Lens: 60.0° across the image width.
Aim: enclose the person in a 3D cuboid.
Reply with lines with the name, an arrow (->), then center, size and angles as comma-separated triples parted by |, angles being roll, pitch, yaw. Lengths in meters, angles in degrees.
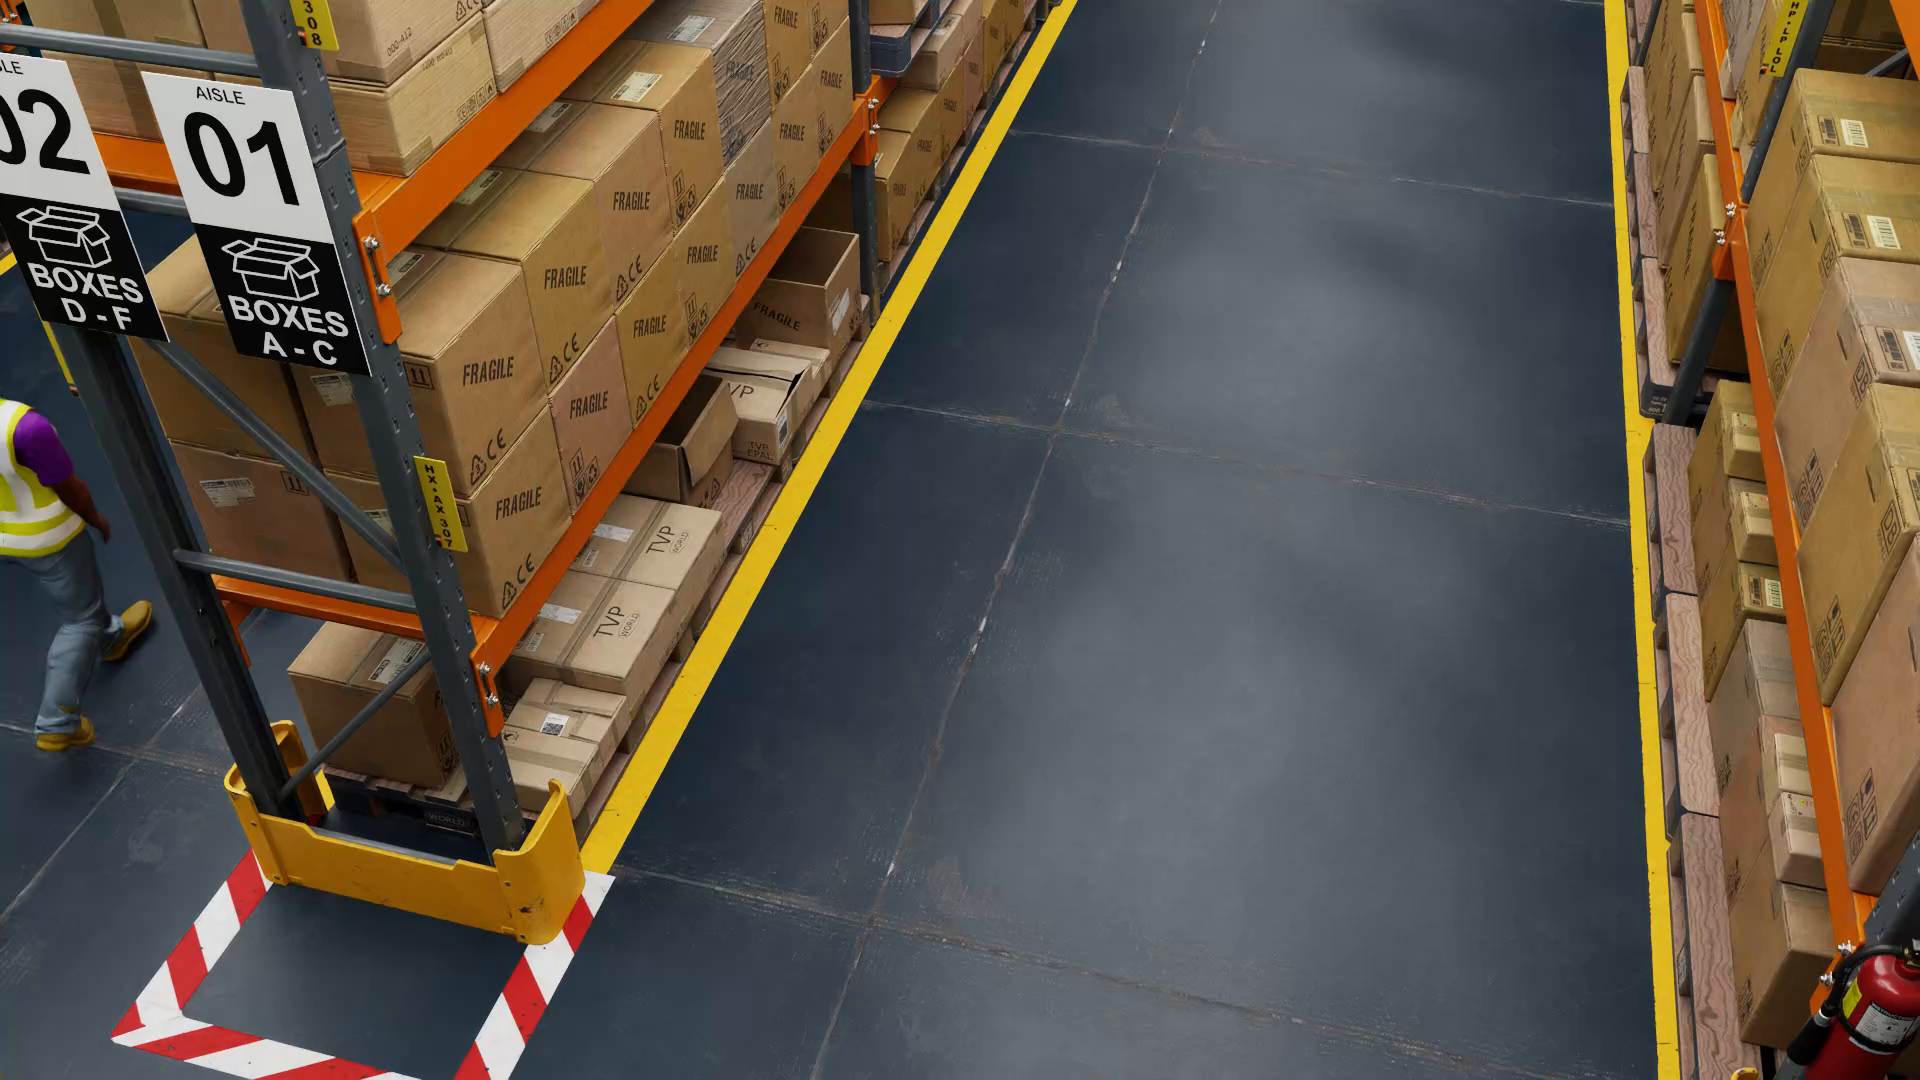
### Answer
person -> -3.477, -0.027, 6.177 | 0.573, 1.742, 0.949 | 7, 41, 8
